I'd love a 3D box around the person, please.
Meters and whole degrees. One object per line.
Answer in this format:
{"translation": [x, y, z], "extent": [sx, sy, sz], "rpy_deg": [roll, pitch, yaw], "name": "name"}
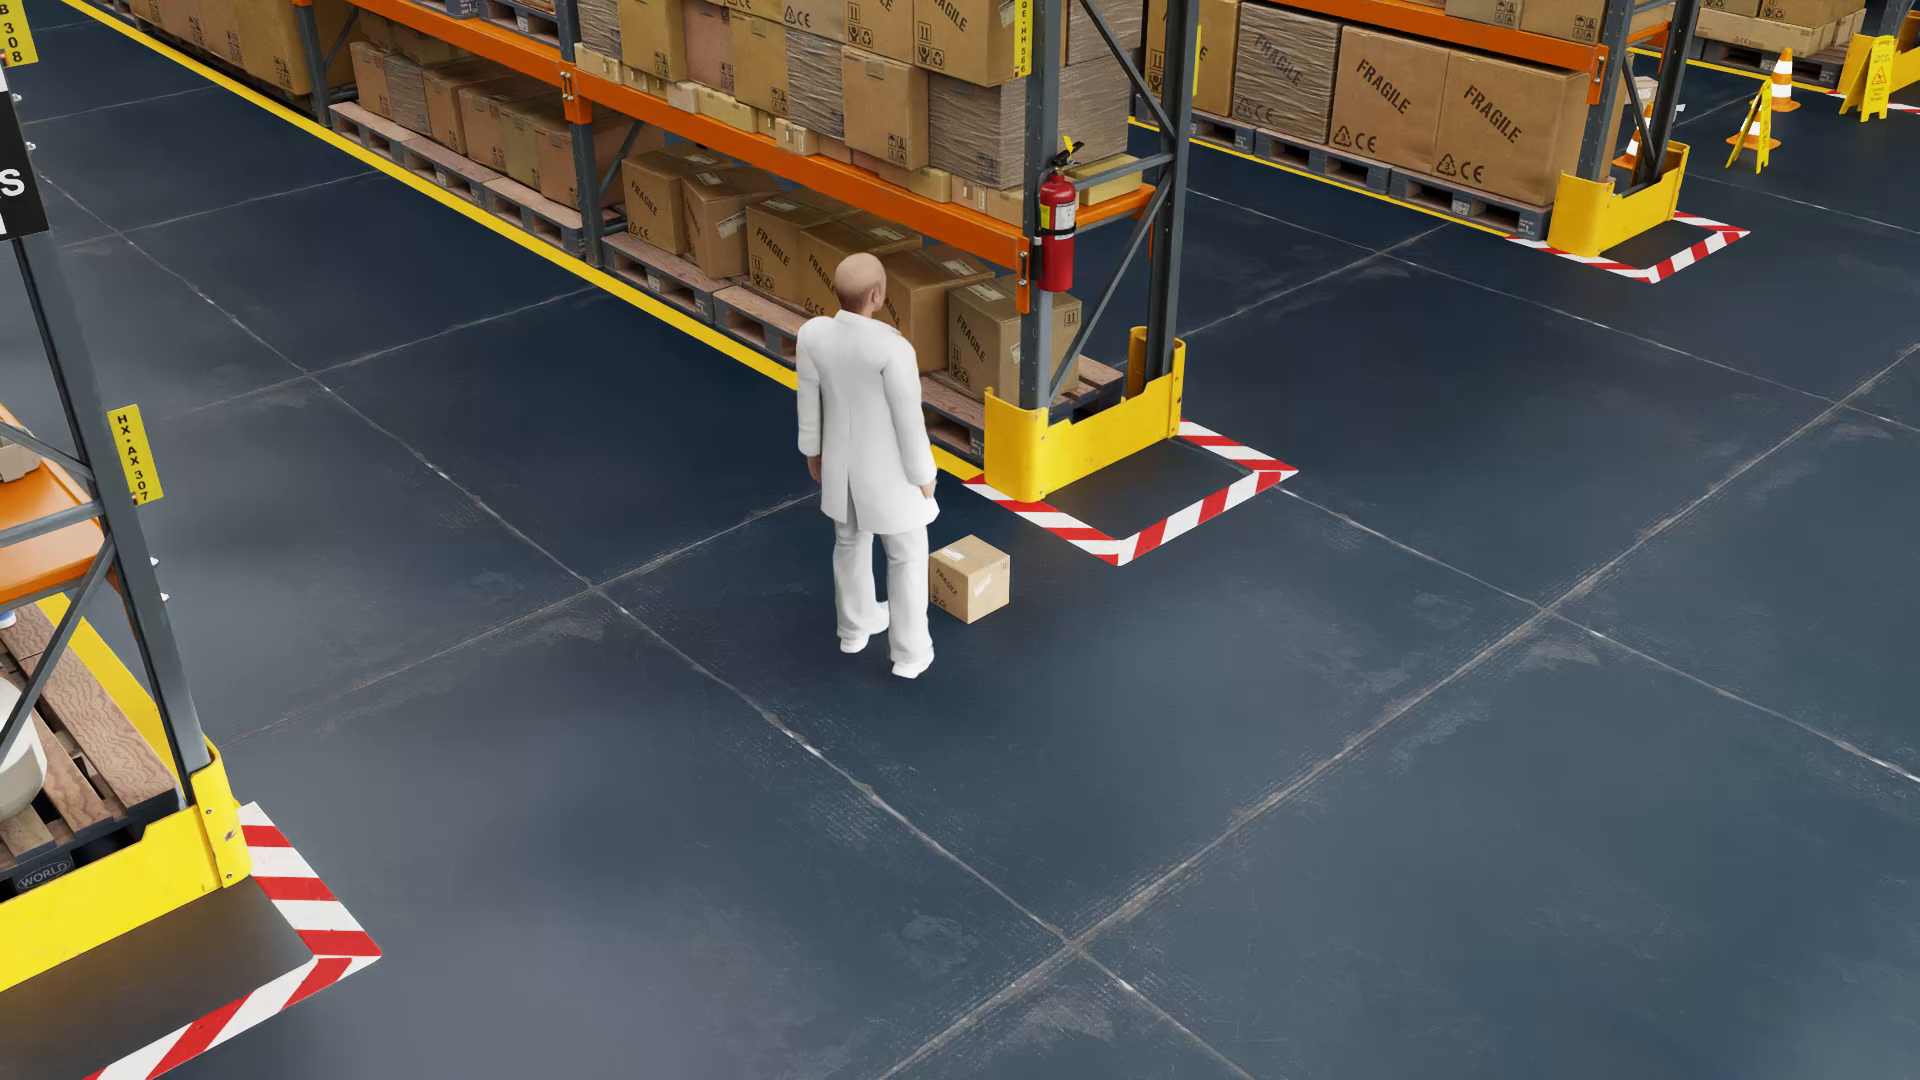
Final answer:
{"translation": [-0.344, -0.298, 6.669], "extent": [0.627, 1.839, 0.447], "rpy_deg": [20, 36, 29], "name": "person"}
